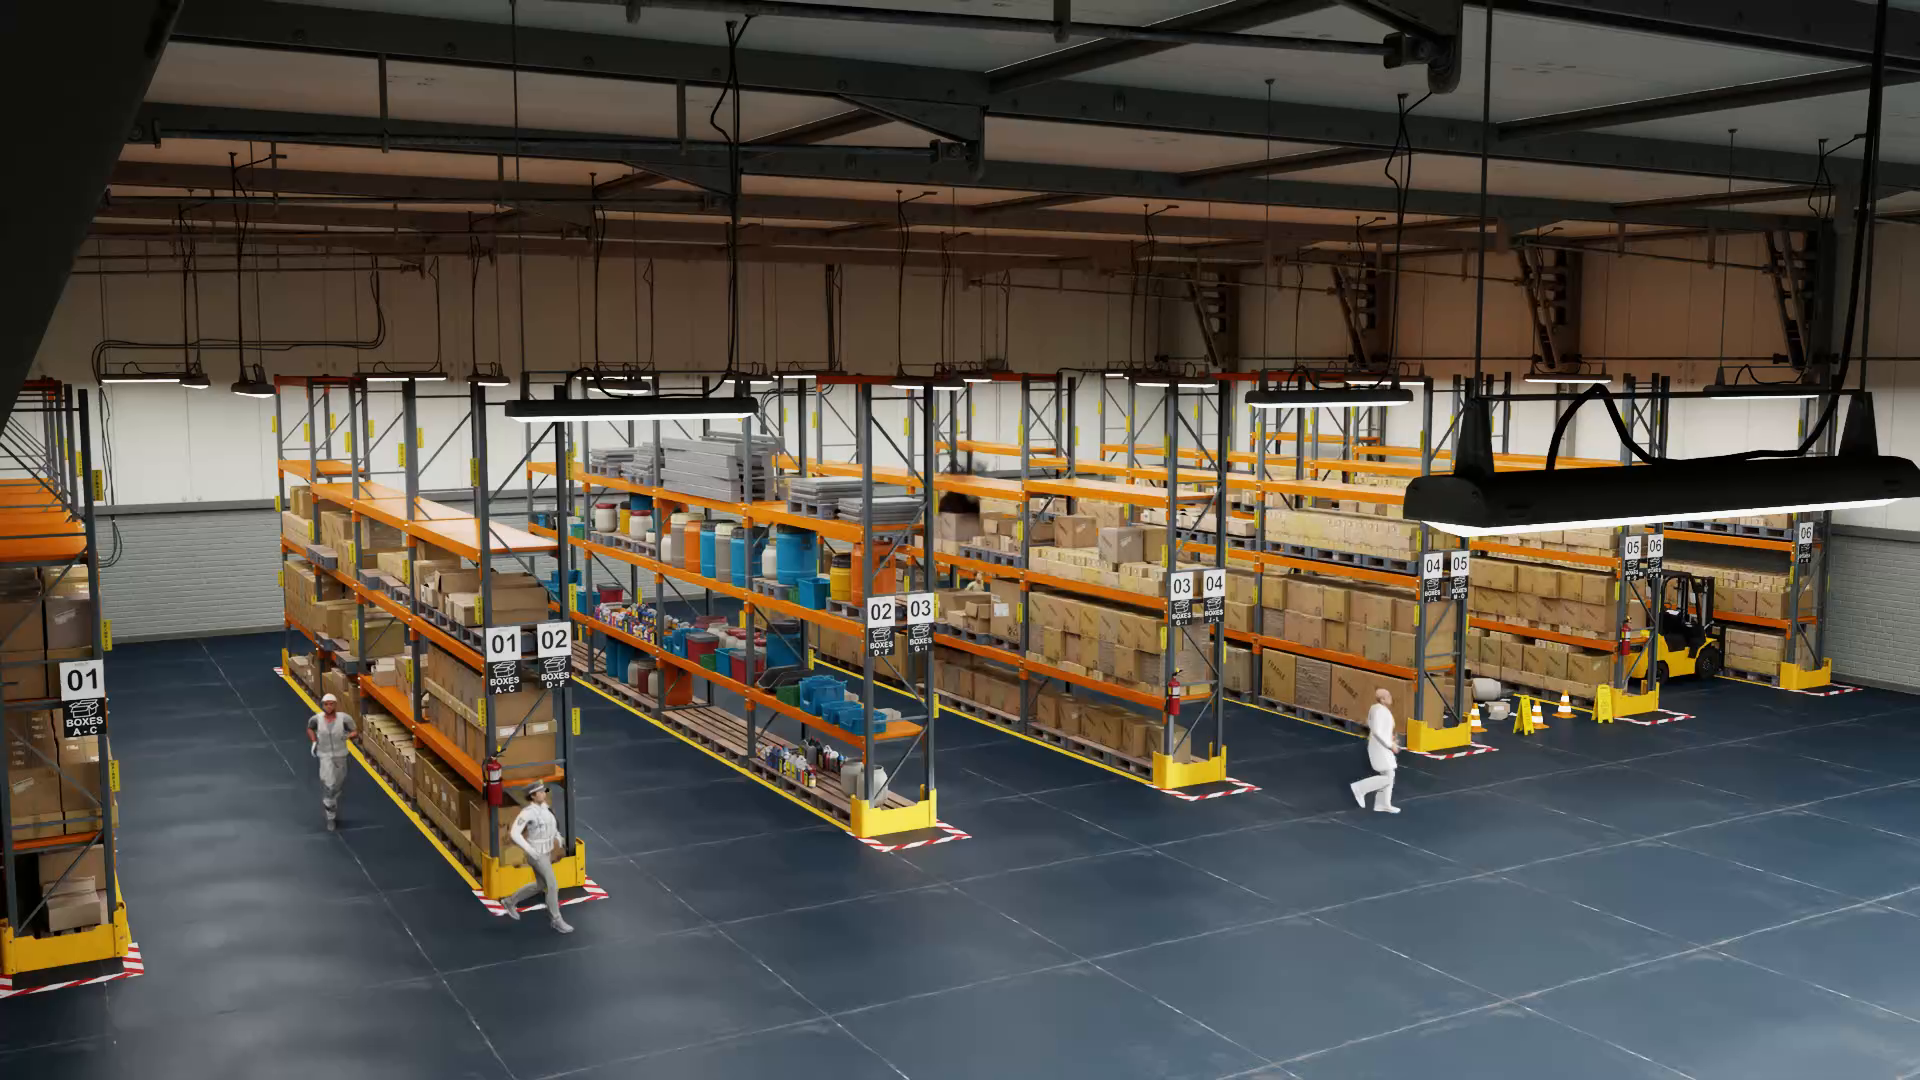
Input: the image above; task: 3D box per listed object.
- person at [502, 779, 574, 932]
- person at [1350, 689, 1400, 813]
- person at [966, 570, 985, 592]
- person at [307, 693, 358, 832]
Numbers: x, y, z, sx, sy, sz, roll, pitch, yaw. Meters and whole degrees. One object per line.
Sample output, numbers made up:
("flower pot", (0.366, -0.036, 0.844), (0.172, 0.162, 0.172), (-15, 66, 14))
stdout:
("person", (-4.702, 3.494, 18.485), (0.849, 1.714, 0.654), (1, 6, 7))
("person", (5.807, 2.938, 23.223), (0.718, 1.753, 0.711), (1, 6, 5))
("person", (0.340, 1.486, 36.724), (0.599, 1.672, 1.016), (-4, 8, -34))
("person", (-8.501, 2.983, 22.595), (0.618, 1.851, 0.798), (-3, 7, -27))
